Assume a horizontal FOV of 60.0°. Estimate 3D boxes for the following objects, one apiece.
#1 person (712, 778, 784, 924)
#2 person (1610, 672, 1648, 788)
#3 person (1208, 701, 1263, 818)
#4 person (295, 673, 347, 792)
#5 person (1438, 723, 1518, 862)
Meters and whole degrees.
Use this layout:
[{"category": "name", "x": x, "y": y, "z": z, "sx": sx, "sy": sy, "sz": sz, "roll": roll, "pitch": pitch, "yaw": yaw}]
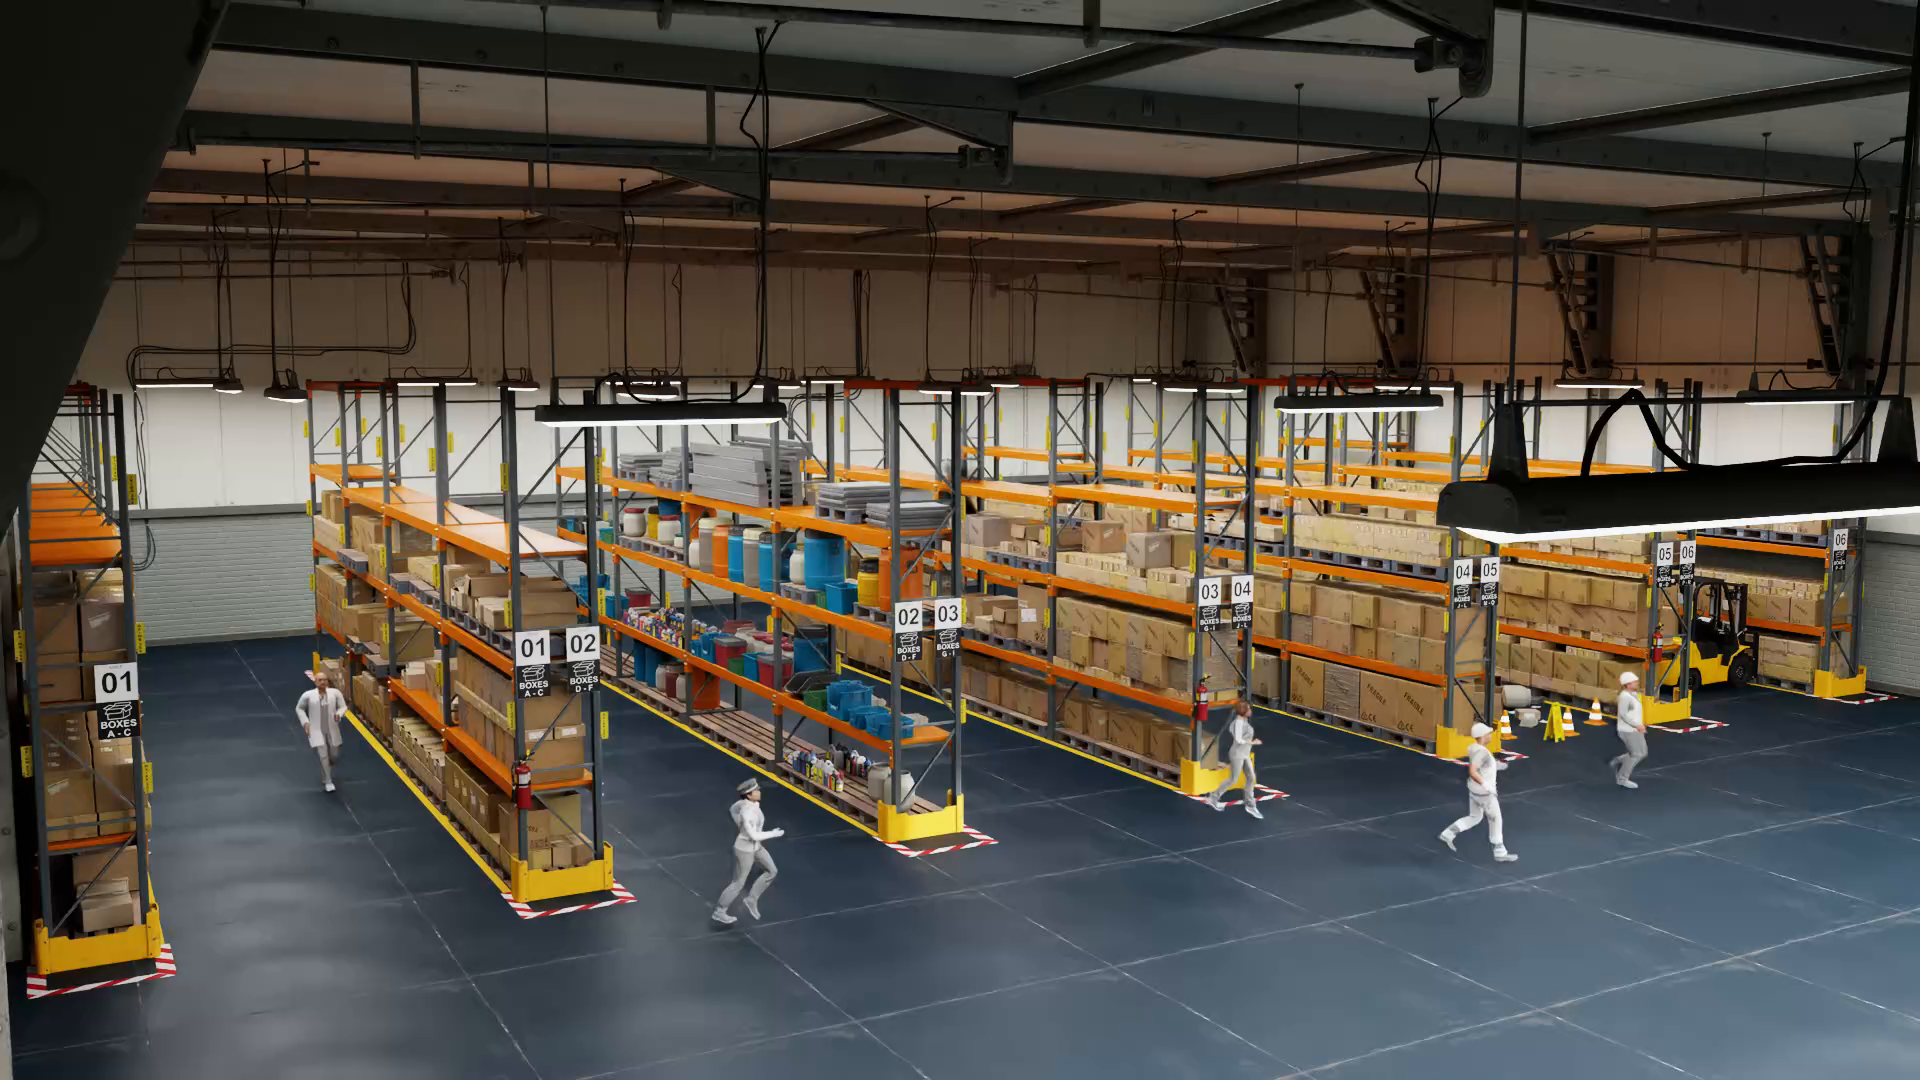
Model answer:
[{"category": "person", "x": -2.387, "y": 3.491, "z": 18.789, "sx": 0.823, "sy": 1.662, "sz": 0.621, "roll": 0, "pitch": 6, "yaw": 0}, {"category": "person", "x": 10.029, "y": 2.831, "z": 24.901, "sx": 0.526, "sy": 1.736, "sz": 0.667, "roll": 3, "pitch": 7, "yaw": 28}, {"category": "person", "x": 3.891, "y": 3.060, "z": 23.308, "sx": 0.749, "sy": 1.635, "sz": 0.557, "roll": 2, "pitch": 7, "yaw": 21}, {"category": "person", "x": -9.486, "y": 2.830, "z": 24.753, "sx": 0.709, "sy": 1.742, "sz": 0.798, "roll": -4, "pitch": 7, "yaw": -31}, {"category": "person", "x": 6.598, "y": 3.192, "z": 21.080, "sx": 0.985, "sy": 1.768, "sz": 0.665, "roll": 0, "pitch": 6, "yaw": 0}]
